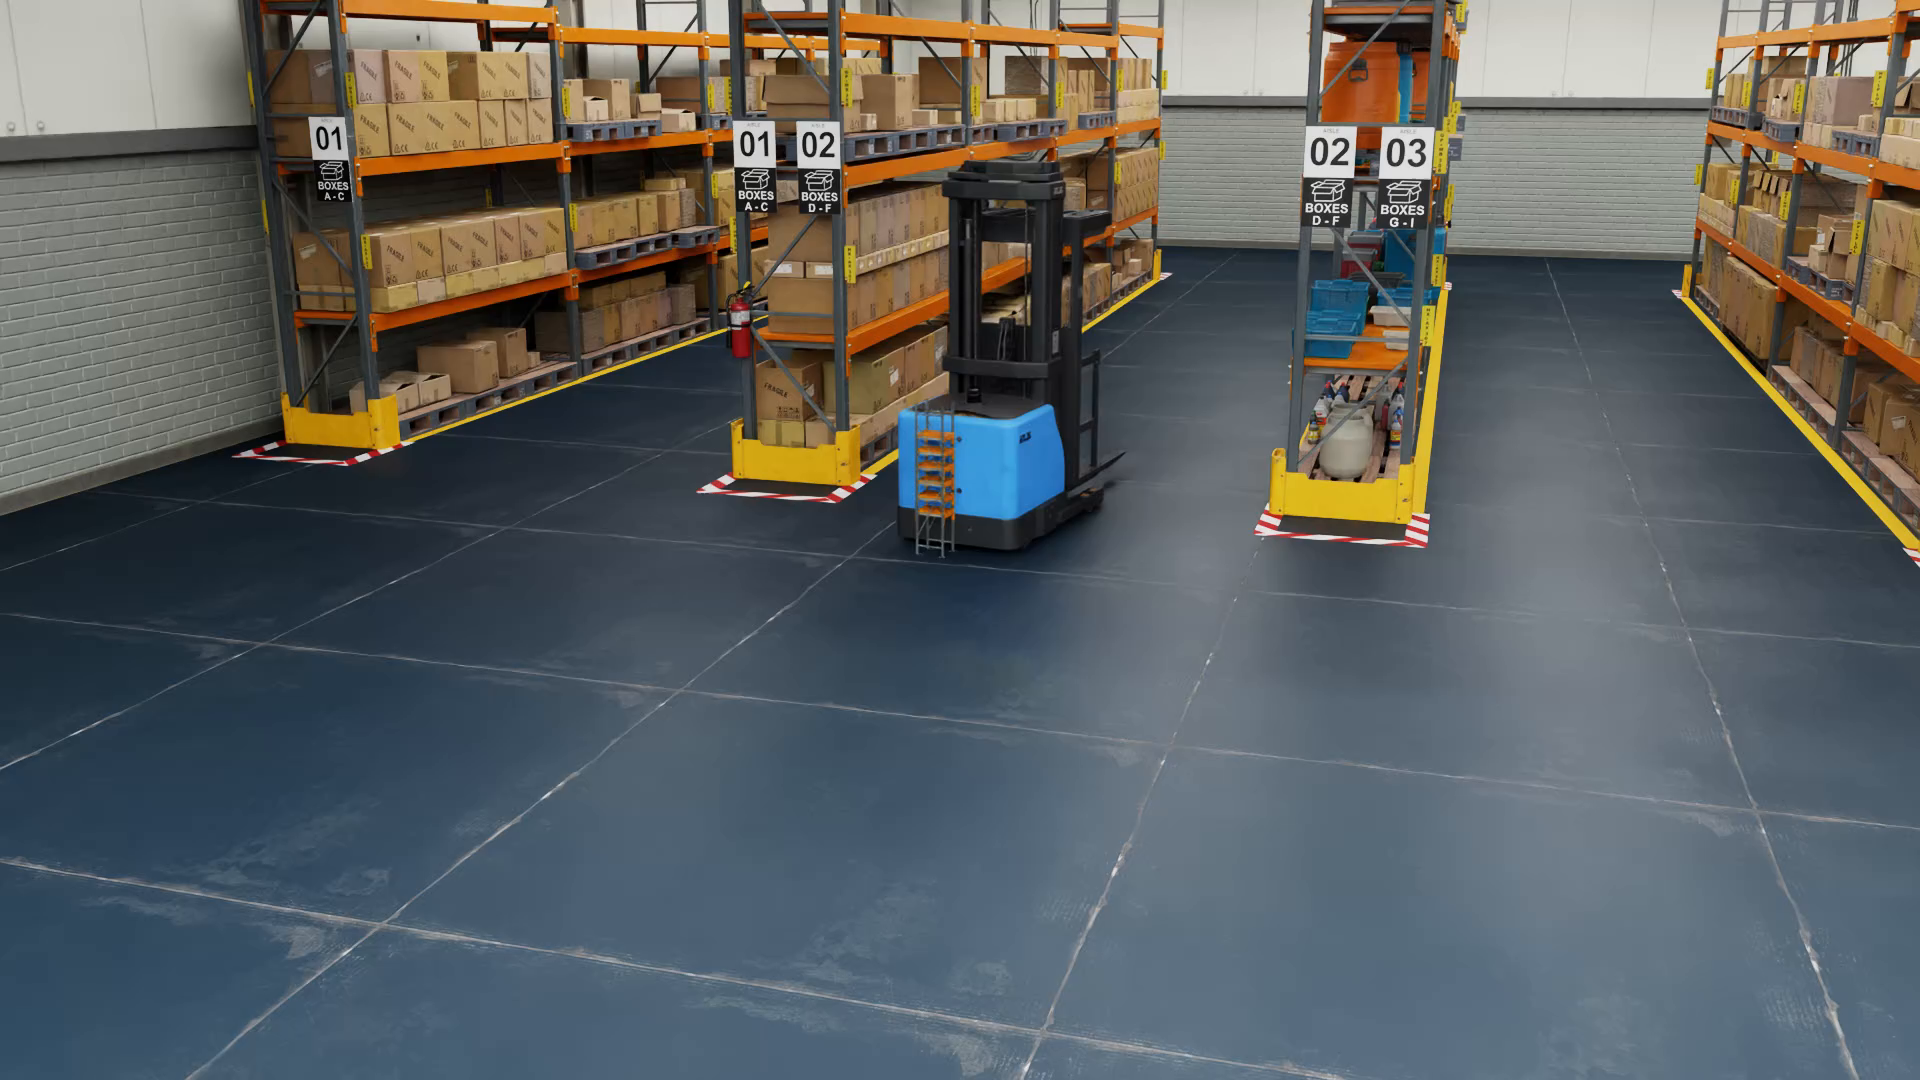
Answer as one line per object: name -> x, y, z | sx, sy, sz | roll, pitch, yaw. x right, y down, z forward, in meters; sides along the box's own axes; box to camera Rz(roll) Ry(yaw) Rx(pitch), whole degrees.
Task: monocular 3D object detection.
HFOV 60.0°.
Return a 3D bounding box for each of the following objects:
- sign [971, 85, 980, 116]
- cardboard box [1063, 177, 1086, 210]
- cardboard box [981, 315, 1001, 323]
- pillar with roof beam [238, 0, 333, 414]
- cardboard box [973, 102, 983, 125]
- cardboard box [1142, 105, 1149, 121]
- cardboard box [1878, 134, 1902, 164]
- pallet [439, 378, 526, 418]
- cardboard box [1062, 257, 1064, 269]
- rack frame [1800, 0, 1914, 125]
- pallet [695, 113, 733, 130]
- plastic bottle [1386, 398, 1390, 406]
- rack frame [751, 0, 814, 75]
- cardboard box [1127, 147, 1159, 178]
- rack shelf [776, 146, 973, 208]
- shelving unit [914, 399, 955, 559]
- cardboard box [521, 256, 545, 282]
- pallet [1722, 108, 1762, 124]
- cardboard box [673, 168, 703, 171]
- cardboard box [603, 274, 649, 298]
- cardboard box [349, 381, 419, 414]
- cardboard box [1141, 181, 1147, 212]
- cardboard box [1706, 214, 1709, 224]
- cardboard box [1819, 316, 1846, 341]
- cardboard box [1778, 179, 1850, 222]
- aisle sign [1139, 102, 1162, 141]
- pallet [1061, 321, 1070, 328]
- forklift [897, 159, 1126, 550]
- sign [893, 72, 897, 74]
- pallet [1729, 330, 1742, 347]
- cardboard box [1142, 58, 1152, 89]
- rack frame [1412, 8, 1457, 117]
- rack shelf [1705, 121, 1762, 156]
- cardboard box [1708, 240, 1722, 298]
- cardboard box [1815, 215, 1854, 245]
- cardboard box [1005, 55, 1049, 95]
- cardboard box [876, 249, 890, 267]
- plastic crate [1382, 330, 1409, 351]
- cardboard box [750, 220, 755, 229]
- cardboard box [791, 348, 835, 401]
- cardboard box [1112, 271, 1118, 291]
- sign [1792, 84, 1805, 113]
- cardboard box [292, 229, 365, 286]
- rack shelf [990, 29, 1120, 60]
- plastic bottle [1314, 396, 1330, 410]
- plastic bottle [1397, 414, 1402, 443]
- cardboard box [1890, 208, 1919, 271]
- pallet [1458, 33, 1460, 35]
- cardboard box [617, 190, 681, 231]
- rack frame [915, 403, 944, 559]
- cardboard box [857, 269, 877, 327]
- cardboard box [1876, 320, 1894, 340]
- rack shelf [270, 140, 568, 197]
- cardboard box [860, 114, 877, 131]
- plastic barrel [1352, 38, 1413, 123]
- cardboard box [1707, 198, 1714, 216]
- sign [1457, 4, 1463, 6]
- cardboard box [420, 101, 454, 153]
sign -> 0.167, -4.758, 18.017 | 0.100, 0.325, 0.005 | 5, 16, 16
cardboard box -> 1.559, -5.307, 25.591 | 0.700, 0.500, 0.500 | -1, 16, -3
cardboard box -> 0.284, -2.575, 20.151 | 0.500, 0.311, 0.500 | 4, 16, 14
pillar with roof beam -> -2.756, -5.210, 15.206 | 9.100, 9.000, 0.400 | 5, 16, 16
cardboard box -> -0.028, -4.948, 19.285 | 0.500, 0.250, 0.500 | 3, 16, 10
cardboard box -> 2.869, -7.164, 27.869 | 0.500, 0.250, 0.500 | 5, 16, 16
cardboard box -> 8.758, -3.575, 15.212 | 0.500, 0.250, 0.500 | 4, 16, 14
pallet -> -5.618, -1.614, 18.632 | 1.003, 0.211, 1.213 | 5, 16, 16
cardboard box -> 1.253, -4.164, 24.914 | 0.500, 0.250, 0.500 | 5, 16, 16
rack frame -> 10.268, -6.234, 18.817 | 1.000, 3.000, 0.127 | 5, 16, 16
pallet -> -3.847, -6.025, 23.923 | 1.213, 0.211, 1.003 | 5, 17, 18
plastic bottle -> 4.224, -1.266, 16.468 | 0.061, 0.283, 0.133 | 5, 16, 16
rack frame -> -2.842, -8.433, 26.570 | 1.000, 3.000, 0.127 | 5, 16, 16
cardboard box -> 3.182, -6.601, 29.091 | 0.500, 0.500, 0.500 | 4, 16, 15
rack shelf -> -0.934, -3.644, 16.502 | 1.077, 0.370, 4.000 | 5, 16, 16
shelving unit -> -0.194, -0.468, 12.781 | 0.258, 1.200, 0.189 | 7, 17, 24
cardboard box -> -5.109, -3.114, 19.050 | 0.500, 0.250, 0.500 | 5, 17, 16
pallet -> 11.996, -6.326, 24.802 | 1.003, 0.211, 1.213 | 5, 16, 16
cardboard box -> -3.948, -5.336, 24.505 | 0.500, 0.250, 0.500 | 4, 16, 14
cardboard box -> -4.497, -3.399, 22.215 | 0.500, 0.250, 0.500 | 5, 16, 16
cardboard box -> -5.970, -1.499, 17.240 | 0.500, 0.311, 0.500 | 3, 16, 10
cardboard box -> 2.887, -5.854, 28.287 | 0.500, 0.500, 0.500 | 5, 17, 16
cardboard box -> 11.834, -4.984, 25.864 | 0.380, 0.149, 0.250 | 4, 16, 15
cardboard box -> 9.965, -2.401, 18.696 | 0.500, 0.250, 0.500 | 7, 17, 22
cardboard box -> 10.679, -4.239, 20.756 | 0.797, 0.503, 0.637 | 5, 17, 17
aisle sign -> 3.358, -7.455, 29.351 | 0.394, 0.787, 0.004 | 5, 16, 16
pallet -> 1.020, -2.968, 23.407 | 1.003, 0.211, 1.213 | 5, 16, 16
forklift -> 0.586, -1.688, 13.909 | 1.130, 2.935, 3.031 | 7, 17, 24
sign -> -1.189, -8.379, 30.397 | 0.100, 0.325, 0.005 | 5, 16, 16
pallet -> 11.258, -2.845, 22.974 | 1.003, 0.211, 1.213 | 5, 16, 16
cardboard box -> 2.914, -8.047, 28.689 | 0.700, 0.500, 0.500 | 5, 16, 16
rack frame -> 5.519, -6.618, 20.171 | 1.000, 3.000, 0.127 | 5, 16, 16
rack shelf -> 11.973, -6.015, 24.859 | 1.077, 0.370, 4.000 | 5, 16, 16
cardboard box -> 12.178, -4.209, 25.796 | 0.875, 0.875, 0.875 | 5, 16, 16
cardboard box -> 10.153, -3.454, 19.056 | 0.500, 0.500, 0.500 | 3, 16, 9
cardboard box -> 0.901, -6.203, 22.189 | 0.500, 0.500, 0.500 | 5, 16, 16
cardboard box -> -0.892, -2.740, 16.122 | 0.380, 0.149, 0.250 | 4, 16, 14
plastic crate -> 3.809, -1.721, 14.384 | 0.298, 0.136, 0.250 | 5, 16, 16
cardboard box -> -3.325, -4.796, 25.165 | 0.380, 0.149, 0.250 | 5, 17, 17
cardboard box -> -1.365, -1.690, 16.687 | 0.500, 0.500, 0.500 | 5, 16, 16
cardboard box -> 2.235, -4.175, 26.672 | 0.500, 0.311, 0.500 | 5, 16, 16
sign -> 9.738, -5.123, 19.305 | 0.100, 0.325, 0.005 | 5, 16, 16
cardboard box -> -6.323, -2.845, 16.728 | 0.500, 0.500, 0.500 | 4, 16, 15
rack shelf -> 1.340, -6.988, 23.527 | 1.077, 0.370, 4.000 | 5, 16, 16
plastic bottle -> 3.528, -1.235, 16.233 | 0.144, 0.351, 0.185 | 5, 17, 18
plastic bottle -> 4.142, -1.052, 15.713 | 0.061, 0.283, 0.133 | 5, 17, 17
cardboard box -> 8.477, -2.614, 14.488 | 0.500, 0.500, 0.500 | 5, 16, 16
pallet -> 6.450, -7.163, 23.170 | 1.003, 0.211, 1.213 | 5, 16, 16
cardboard box -> -4.236, -4.488, 22.666 | 0.700, 0.500, 0.500 | 3, 16, 11
rack frame -> -0.233, -0.446, 12.702 | 0.240, 1.200, 0.006 | 7, 17, 24
cardboard box -> -1.213, -2.331, 15.868 | 0.700, 0.500, 0.500 | 5, 17, 17
cardboard box -> 8.481, -1.887, 14.947 | 0.380, 0.149, 0.250 | 5, 16, 16
rack shelf -> -5.684, -4.028, 17.853 | 1.077, 0.370, 4.000 | 5, 16, 16
cardboard box -> -0.999, -3.910, 15.554 | 0.380, 0.149, 0.250 | 5, 16, 16
plastic barrel -> 3.997, -4.320, 15.877 | 0.600, 0.901, 0.708 | 5, 16, 16
cardboard box -> 11.859, -5.140, 25.682 | 0.500, 0.250, 0.500 | 4, 16, 14
sign -> 4.907, -5.426, 16.350 | 0.100, 0.325, 0.005 | 5, 16, 16
cardboard box -> -5.587, -4.250, 17.100 | 0.500, 0.500, 0.500 | 5, 17, 18
